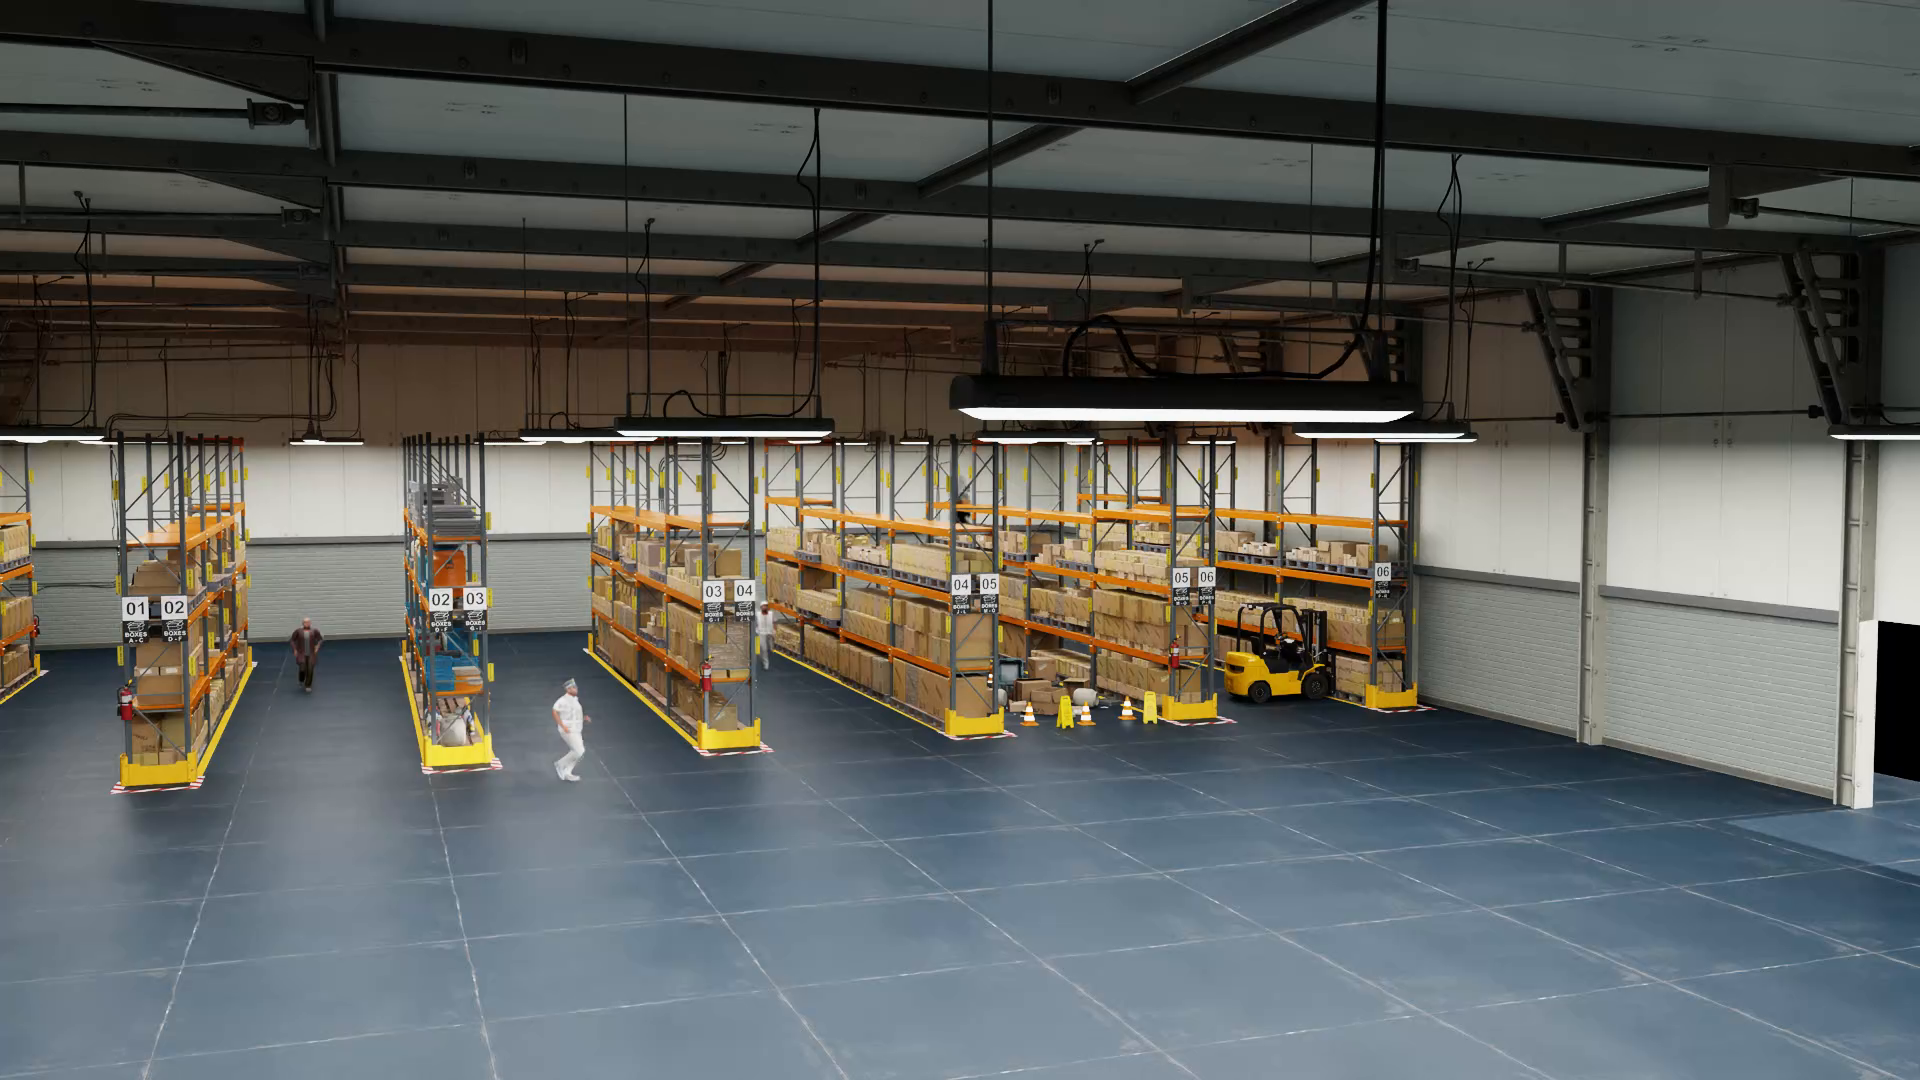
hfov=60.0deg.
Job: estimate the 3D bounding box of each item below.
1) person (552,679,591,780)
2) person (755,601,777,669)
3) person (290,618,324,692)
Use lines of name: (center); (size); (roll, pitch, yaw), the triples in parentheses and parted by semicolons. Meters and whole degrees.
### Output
person: (-6.650, 3.254, 28.569); (0.565, 1.750, 0.717); (0, 3, 9)
person: (-5.105, 2.468, 43.423); (0.679, 1.747, 0.875); (-1, 3, -22)
person: (-15.281, 2.693, 38.947); (0.722, 1.746, 0.628); (-2, 4, -26)
